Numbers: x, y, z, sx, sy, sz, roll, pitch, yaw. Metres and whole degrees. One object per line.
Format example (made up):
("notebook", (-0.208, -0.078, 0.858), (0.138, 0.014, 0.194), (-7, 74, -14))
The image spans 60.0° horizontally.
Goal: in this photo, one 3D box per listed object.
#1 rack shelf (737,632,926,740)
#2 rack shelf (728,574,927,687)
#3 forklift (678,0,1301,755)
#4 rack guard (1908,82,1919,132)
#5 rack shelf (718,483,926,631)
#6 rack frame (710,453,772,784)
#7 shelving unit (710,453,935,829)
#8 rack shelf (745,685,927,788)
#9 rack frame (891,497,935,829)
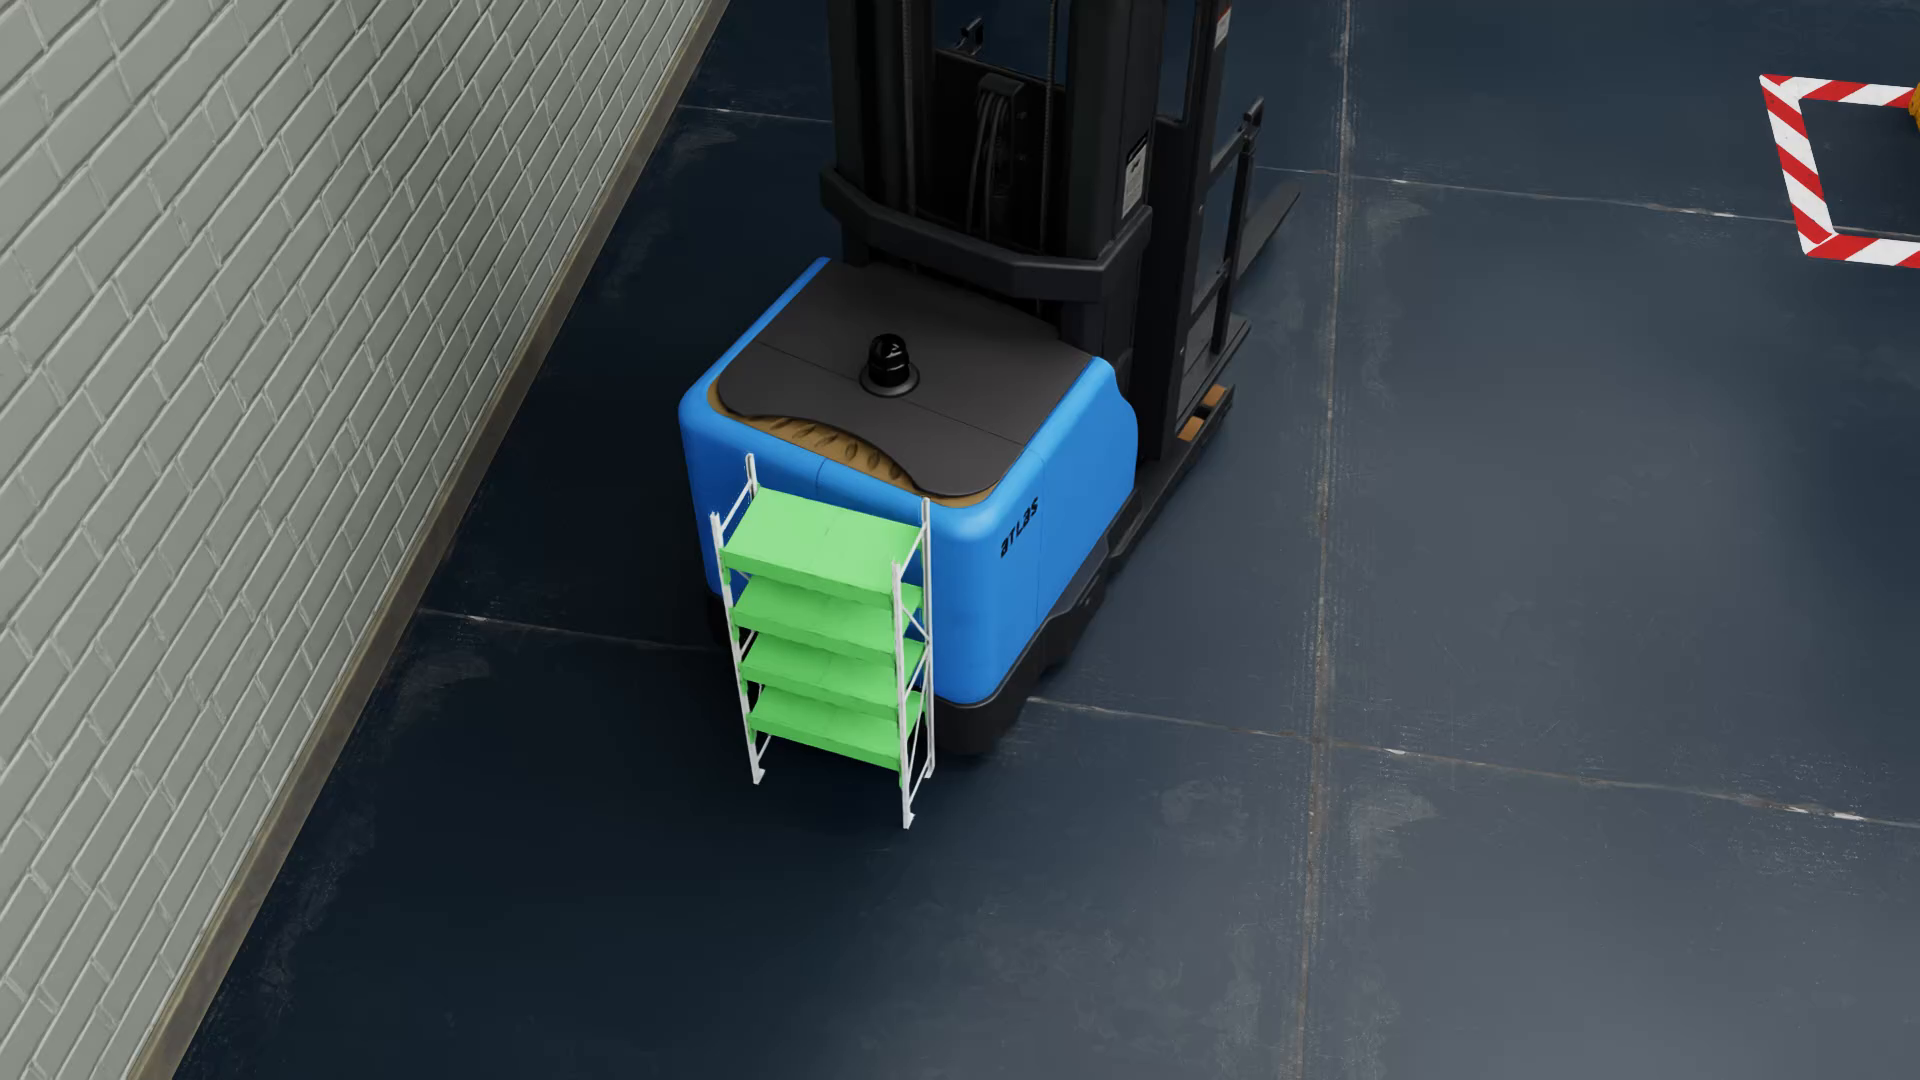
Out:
("rack shelf", (-0.354, 0.362, 4.704), (0.480, 0.148, 0.258), (14, 50, 13))
("rack shelf", (-0.354, 0.201, 4.526), (0.480, 0.148, 0.258), (14, 50, 13))
("forklift", (0.349, -1.421, 5.056), (1.130, 2.935, 3.031), (23, 52, 19))
("rack guard", (4.354, -1.714, 6.954), (0.348, 0.500, 1.175), (8, 49, 7))
("rack shelf", (-0.354, 0.041, 4.347), (0.480, 0.148, 0.258), (14, 50, 13))
("rack frame", (-0.584, 0.260, 4.710), (0.015, 1.200, 0.240), (14, 50, 13))
("shelving unit", (-0.354, 0.319, 4.657), (0.503, 1.200, 0.258), (14, 50, 13))
("rack shelf", (-0.354, 0.522, 4.883), (0.480, 0.148, 0.258), (14, 50, 13))
("rack frame", (-0.123, 0.378, 4.604), (0.015, 1.200, 0.240), (14, 50, 13))
